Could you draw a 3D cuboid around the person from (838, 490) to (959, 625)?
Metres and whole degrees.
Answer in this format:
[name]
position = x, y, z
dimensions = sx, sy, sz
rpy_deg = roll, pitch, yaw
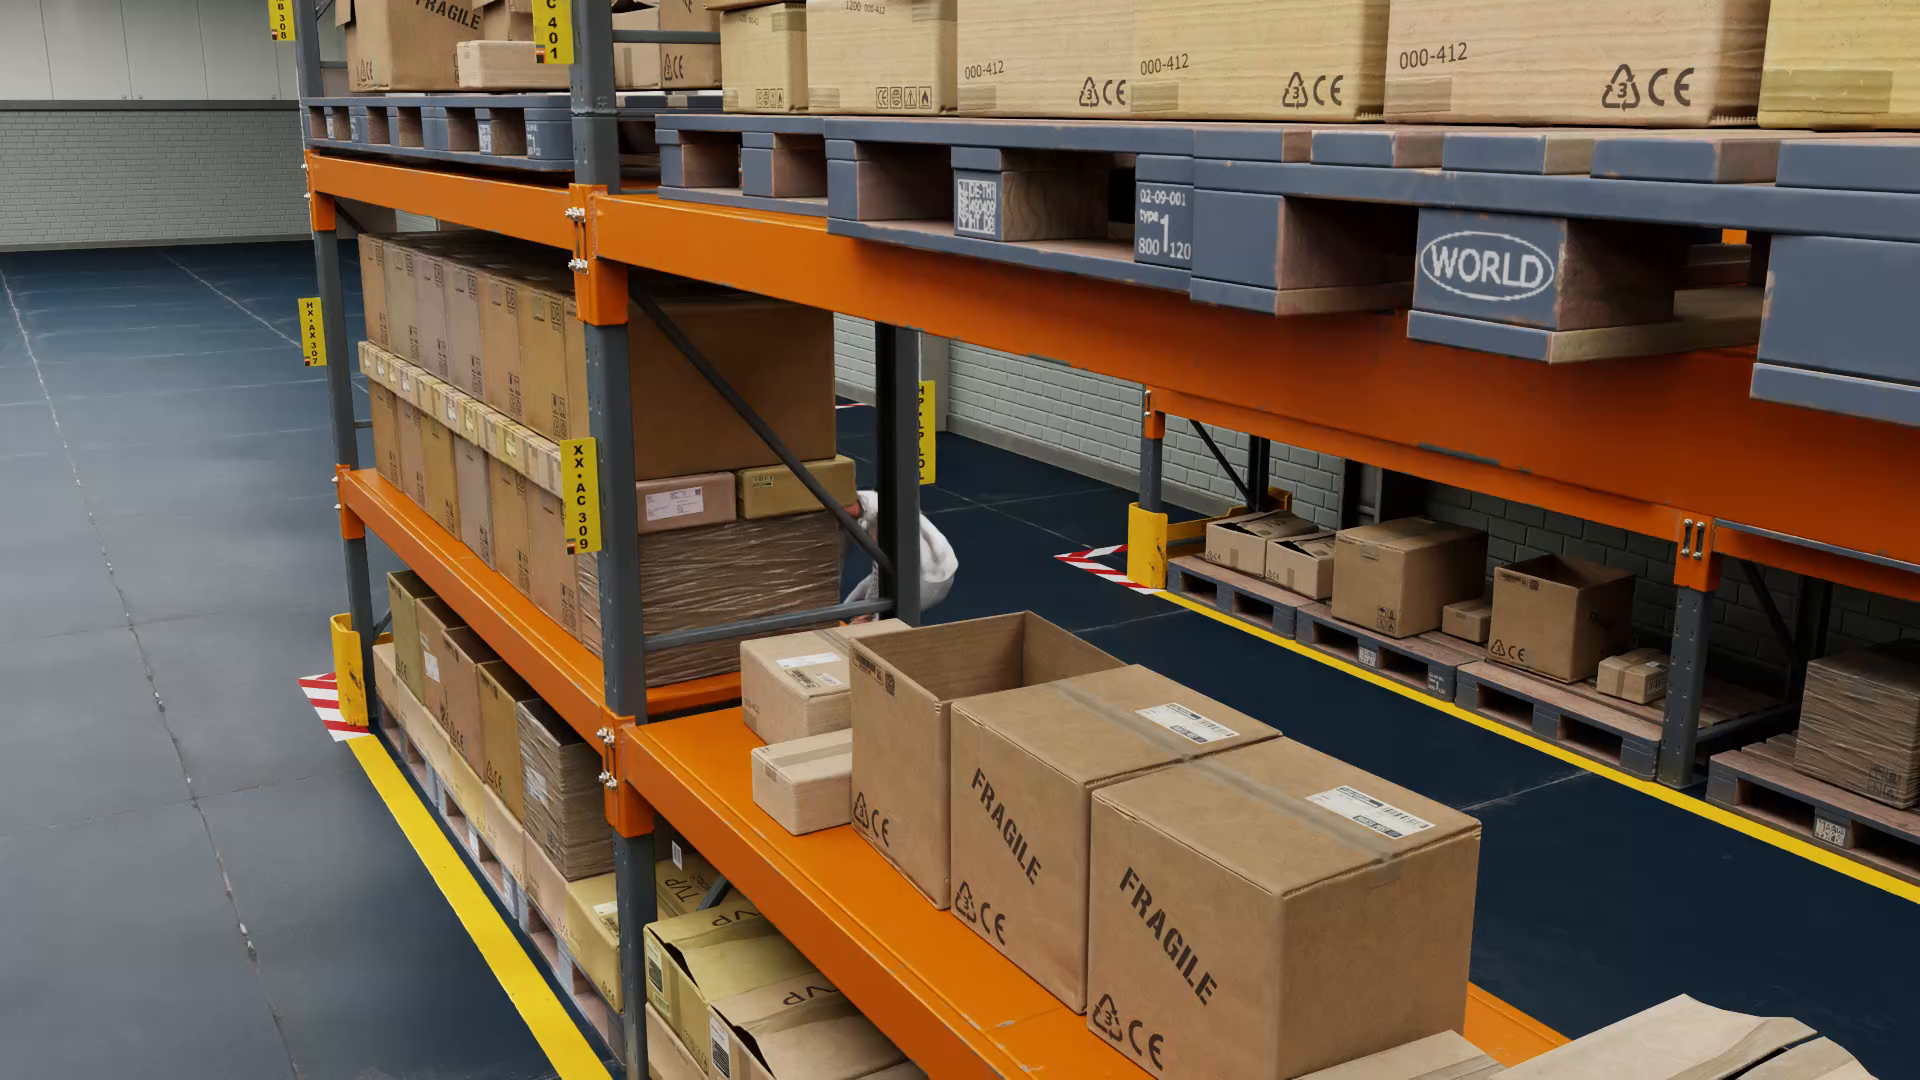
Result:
[person]
position = -0.407, 0.217, 8.674
dimensions = 0.837, 1.249, 0.579
rpy_deg = -9, 17, -30
